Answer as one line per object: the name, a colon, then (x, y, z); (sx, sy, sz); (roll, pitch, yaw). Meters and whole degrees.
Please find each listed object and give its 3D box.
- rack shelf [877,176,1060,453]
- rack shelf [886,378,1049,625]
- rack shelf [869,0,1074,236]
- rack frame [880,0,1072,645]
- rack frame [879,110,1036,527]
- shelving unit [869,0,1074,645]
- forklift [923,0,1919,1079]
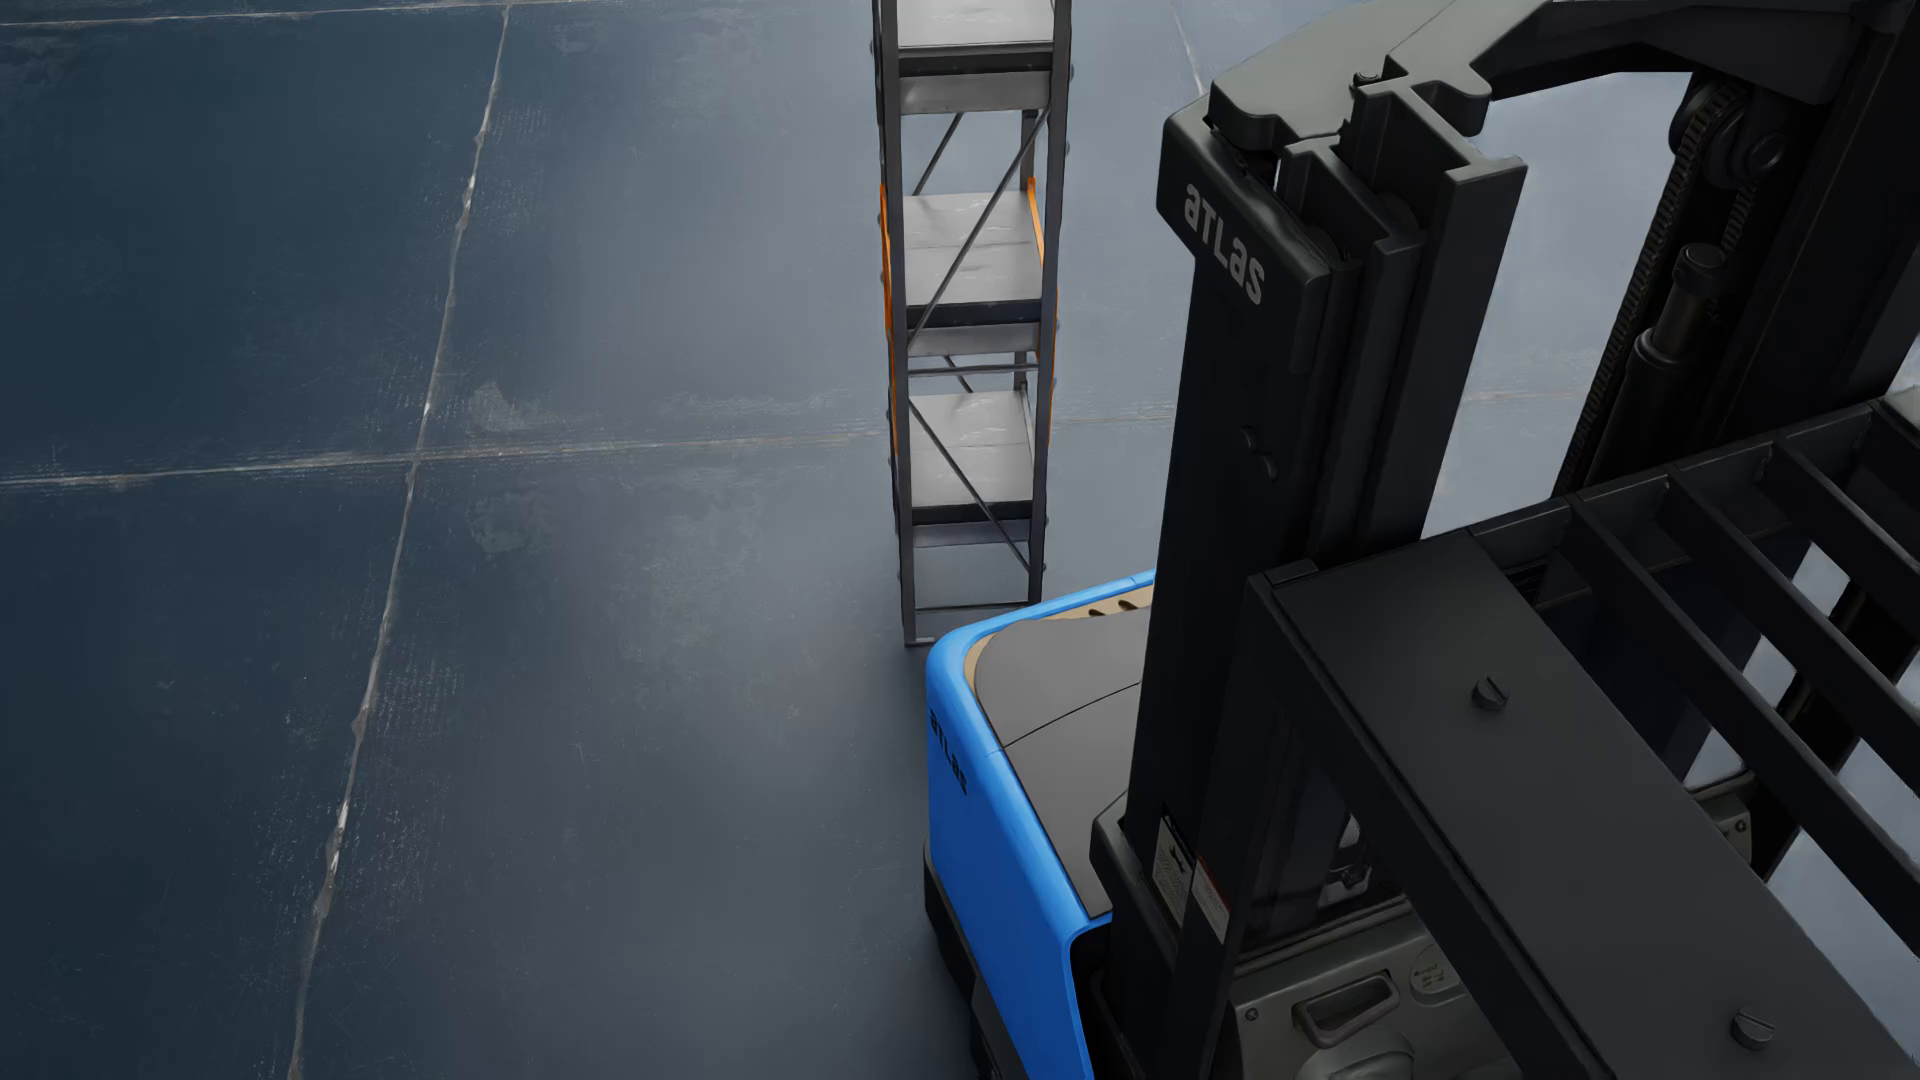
rack shelf: (0.014, -0.593, 4.384); (0.431, 0.518, 0.480); (-3, 47, -3)
rack shelf: (0.014, -0.112, 4.892); (0.431, 0.518, 0.480); (-3, 47, -3)
rack shelf: (0.014, -1.074, 3.876); (0.431, 0.518, 0.480); (-3, 47, -3)
rack frame: (0.034, -0.426, 4.207); (0.400, 2.100, 0.015); (-3, 47, -3)
rack frame: (-0.007, -0.779, 4.541); (0.400, 2.100, 0.015); (-3, 47, -3)
shelving unit: (0.014, -0.602, 4.374); (0.431, 2.100, 0.503); (-3, 47, -3)
forklift: (0.925, 0.806, 2.468); (1.130, 2.935, 3.031); (-16, 49, -15)
